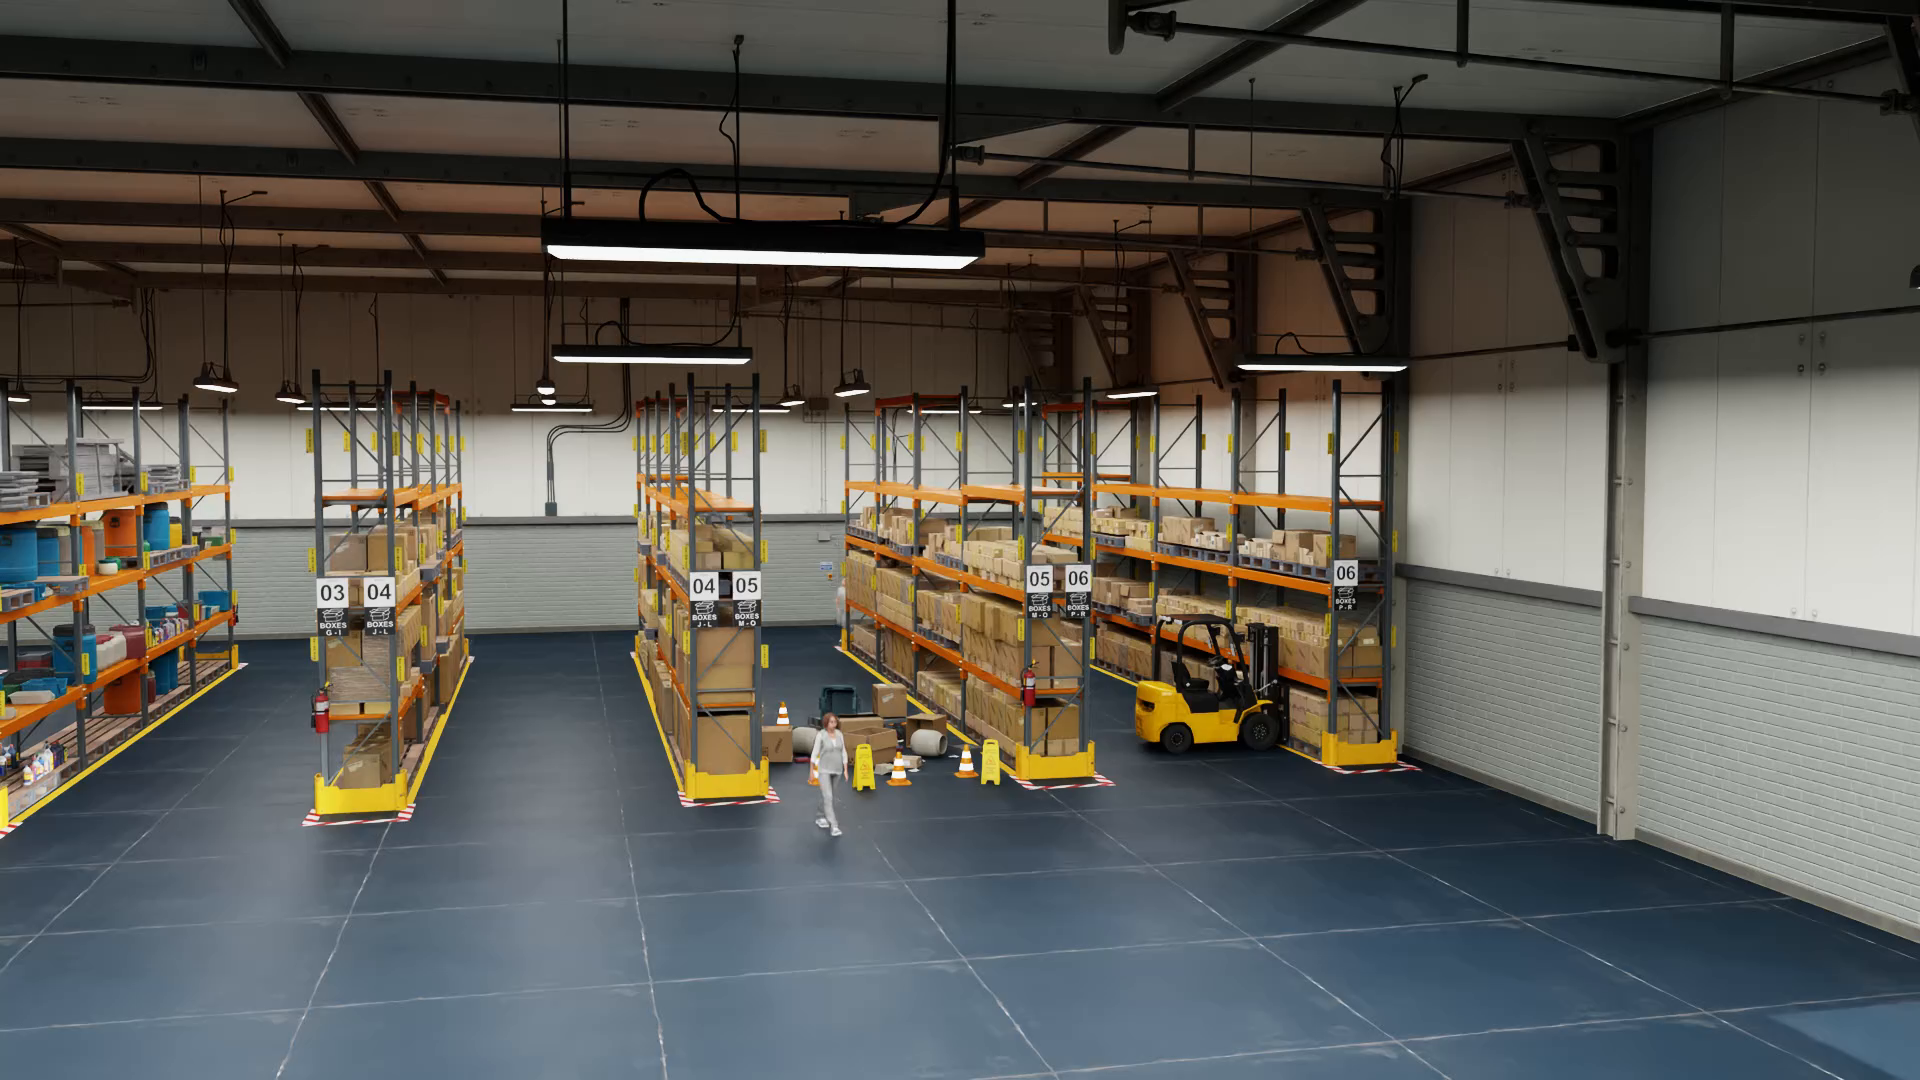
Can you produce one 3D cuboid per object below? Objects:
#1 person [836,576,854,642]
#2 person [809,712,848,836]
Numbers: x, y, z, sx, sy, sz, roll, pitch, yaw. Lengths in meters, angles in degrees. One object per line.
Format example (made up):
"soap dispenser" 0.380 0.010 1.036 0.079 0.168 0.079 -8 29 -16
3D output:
"person" -2.881 1.733 42.001 0.441 1.654 0.674 2 4 36
"person" -1.649 2.983 21.292 0.453 1.529 0.969 -3 4 -37
